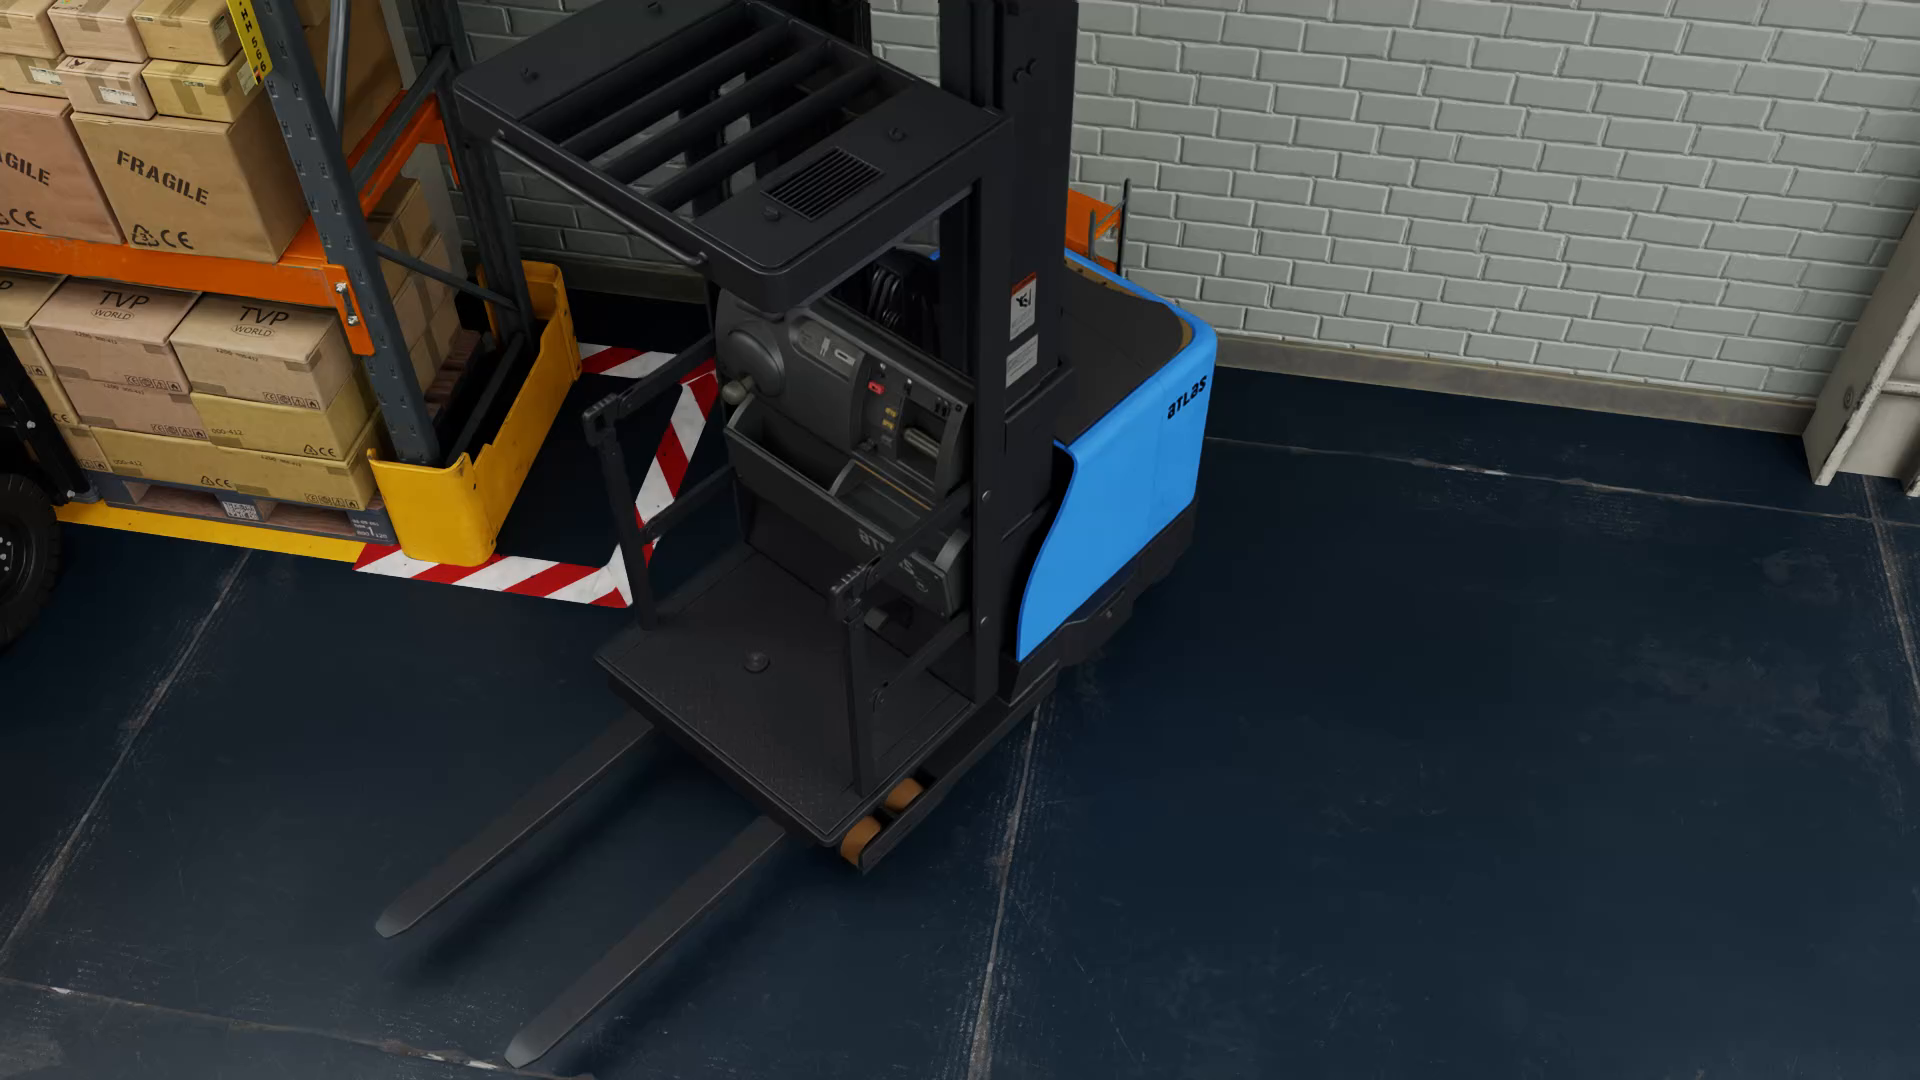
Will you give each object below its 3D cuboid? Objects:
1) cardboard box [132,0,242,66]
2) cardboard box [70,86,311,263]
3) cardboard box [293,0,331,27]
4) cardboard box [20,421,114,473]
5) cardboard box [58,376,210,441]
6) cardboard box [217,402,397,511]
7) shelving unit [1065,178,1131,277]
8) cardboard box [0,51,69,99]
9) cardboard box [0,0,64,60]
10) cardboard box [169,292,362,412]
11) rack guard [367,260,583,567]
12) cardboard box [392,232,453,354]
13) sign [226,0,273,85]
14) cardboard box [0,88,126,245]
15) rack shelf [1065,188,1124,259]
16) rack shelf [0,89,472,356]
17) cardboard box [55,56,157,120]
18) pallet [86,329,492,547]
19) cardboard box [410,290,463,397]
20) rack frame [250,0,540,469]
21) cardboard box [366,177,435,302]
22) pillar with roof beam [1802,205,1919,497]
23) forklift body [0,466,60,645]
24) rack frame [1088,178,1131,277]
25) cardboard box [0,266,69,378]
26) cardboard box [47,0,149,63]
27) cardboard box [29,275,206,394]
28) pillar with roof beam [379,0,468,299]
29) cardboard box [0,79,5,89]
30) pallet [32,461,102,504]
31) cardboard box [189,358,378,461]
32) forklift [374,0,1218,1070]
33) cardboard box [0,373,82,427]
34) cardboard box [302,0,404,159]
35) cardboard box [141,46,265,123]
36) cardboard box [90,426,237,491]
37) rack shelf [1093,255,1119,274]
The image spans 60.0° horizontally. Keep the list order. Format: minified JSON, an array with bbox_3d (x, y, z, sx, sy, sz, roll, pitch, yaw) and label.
[{"bbox_3d":[-2.239,-1.591,4.960,0.250,0.149,0.380,8,49,7],"label":"cardboard box"},{"bbox_3d":[-2.380,-1.255,5.294,0.500,0.500,0.500,7,48,6],"label":"cardboard box"},{"bbox_3d":[-2.137,-1.833,5.377,0.250,0.149,0.380,7,48,6],"label":"cardboard box"},{"bbox_3d":[-3.346,-0.546,6.290,0.500,0.250,0.500,8,49,7],"label":"cardboard box"},{"bbox_3d":[-2.875,-0.647,6.045,0.500,0.250,0.500,7,48,6],"label":"cardboard box"},{"bbox_3d":[-2.368,-0.401,6.160,0.500,0.250,0.500,8,49,7],"label":"cardboard box"},{"bbox_3d":[0.317,-0.884,6.237,0.503,1.200,0.258,28,54,23],"label":"shelving unit"},{"bbox_3d":[-2.741,-1.531,5.105,0.250,0.149,0.380,8,49,8],"label":"cardboard box"},{"bbox_3d":[-2.750,-1.616,4.982,0.250,0.149,0.380,9,49,8],"label":"cardboard box"},{"bbox_3d":[-2.358,-0.737,5.789,0.500,0.250,0.500,9,49,8],"label":"cardboard box"},{"bbox_3d":[-1.825,-0.510,6.372,0.348,0.500,1.175,8,49,7],"label":"rack guard"},{"bbox_3d":[-2.275,-0.951,6.318,0.500,0.250,0.500,8,49,8],"label":"cardboard box"},{"bbox_3d":[-1.959,-1.419,4.571,0.005,0.325,0.100,8,49,7],"label":"sign"},{"bbox_3d":[-2.889,-1.330,5.361,0.500,0.500,0.500,9,49,8],"label":"cardboard box"},{"bbox_3d":[0.318,-1.147,5.946,0.480,0.148,0.258,28,54,23],"label":"rack shelf"},{"bbox_3d":[-3.817,-1.372,5.950,4.000,0.370,1.077,8,49,7],"label":"rack shelf"},{"bbox_3d":[-2.497,-1.451,5.034,0.250,0.149,0.380,8,49,7],"label":"cardboard box"},{"bbox_3d":[-2.609,-0.487,6.546,1.213,0.211,1.003,8,49,7],"label":"pallet"},{"bbox_3d":[-2.298,-0.778,6.499,0.500,0.250,0.500,8,49,7],"label":"cardboard box"},{"bbox_3d":[-1.849,-1.348,5.445,0.127,3.000,1.000,8,49,7],"label":"rack frame"},{"bbox_3d":[-2.288,-1.106,6.121,0.500,0.250,0.500,7,48,6],"label":"cardboard box"},{"bbox_3d":[2.765,-0.160,0.344,0.400,9.000,9.100,8,49,7],"label":"pillar with roof beam"},{"bbox_3d":[-4.040,0.020,4.786,1.214,2.155,2.313,8,49,7],"label":"forklift body"},{"bbox_3d":[0.516,-0.779,6.143,0.015,1.200,0.240,28,54,23],"label":"rack frame"},{"bbox_3d":[-3.360,-0.859,5.899,0.500,0.250,0.500,8,49,7],"label":"cardboard box"},{"bbox_3d":[-2.487,-1.601,4.969,0.250,0.149,0.380,8,49,7],"label":"cardboard box"},{"bbox_3d":[-2.861,-0.800,5.846,0.500,0.250,0.500,8,49,8],"label":"cardboard box"},{"bbox_3d":[-3.140,-0.954,1.058,0.400,9.000,9.100,8,49,7],"label":"pillar with roof beam"},{"bbox_3d":[-2.983,-1.572,5.142,0.250,0.149,0.380,7,48,7],"label":"cardboard box"},{"bbox_3d":[-3.806,-0.650,6.692,1.213,0.211,1.003,8,49,7],"label":"pallet"},{"bbox_3d":[-2.384,-0.572,5.978,0.500,0.250,0.500,7,48,6],"label":"cardboard box"},{"bbox_3d":[-0.488,-0.366,4.609,1.130,2.935,3.031,33,56,26],"label":"forklift"},{"bbox_3d":[-3.387,-0.700,6.092,0.500,0.250,0.500,7,48,6],"label":"cardboard box"},{"bbox_3d":[-2.287,-1.651,5.649,0.500,0.500,0.500,9,49,8],"label":"cardboard box"},{"bbox_3d":[-2.240,-1.439,5.023,0.250,0.149,0.380,8,49,7],"label":"cardboard box"},{"bbox_3d":[-2.855,-0.473,6.225,0.500,0.250,0.500,8,49,7],"label":"cardboard box"},{"bbox_3d":[0.318,-0.989,6.121,0.480,0.148,0.258,28,54,23],"label":"rack shelf"}]
